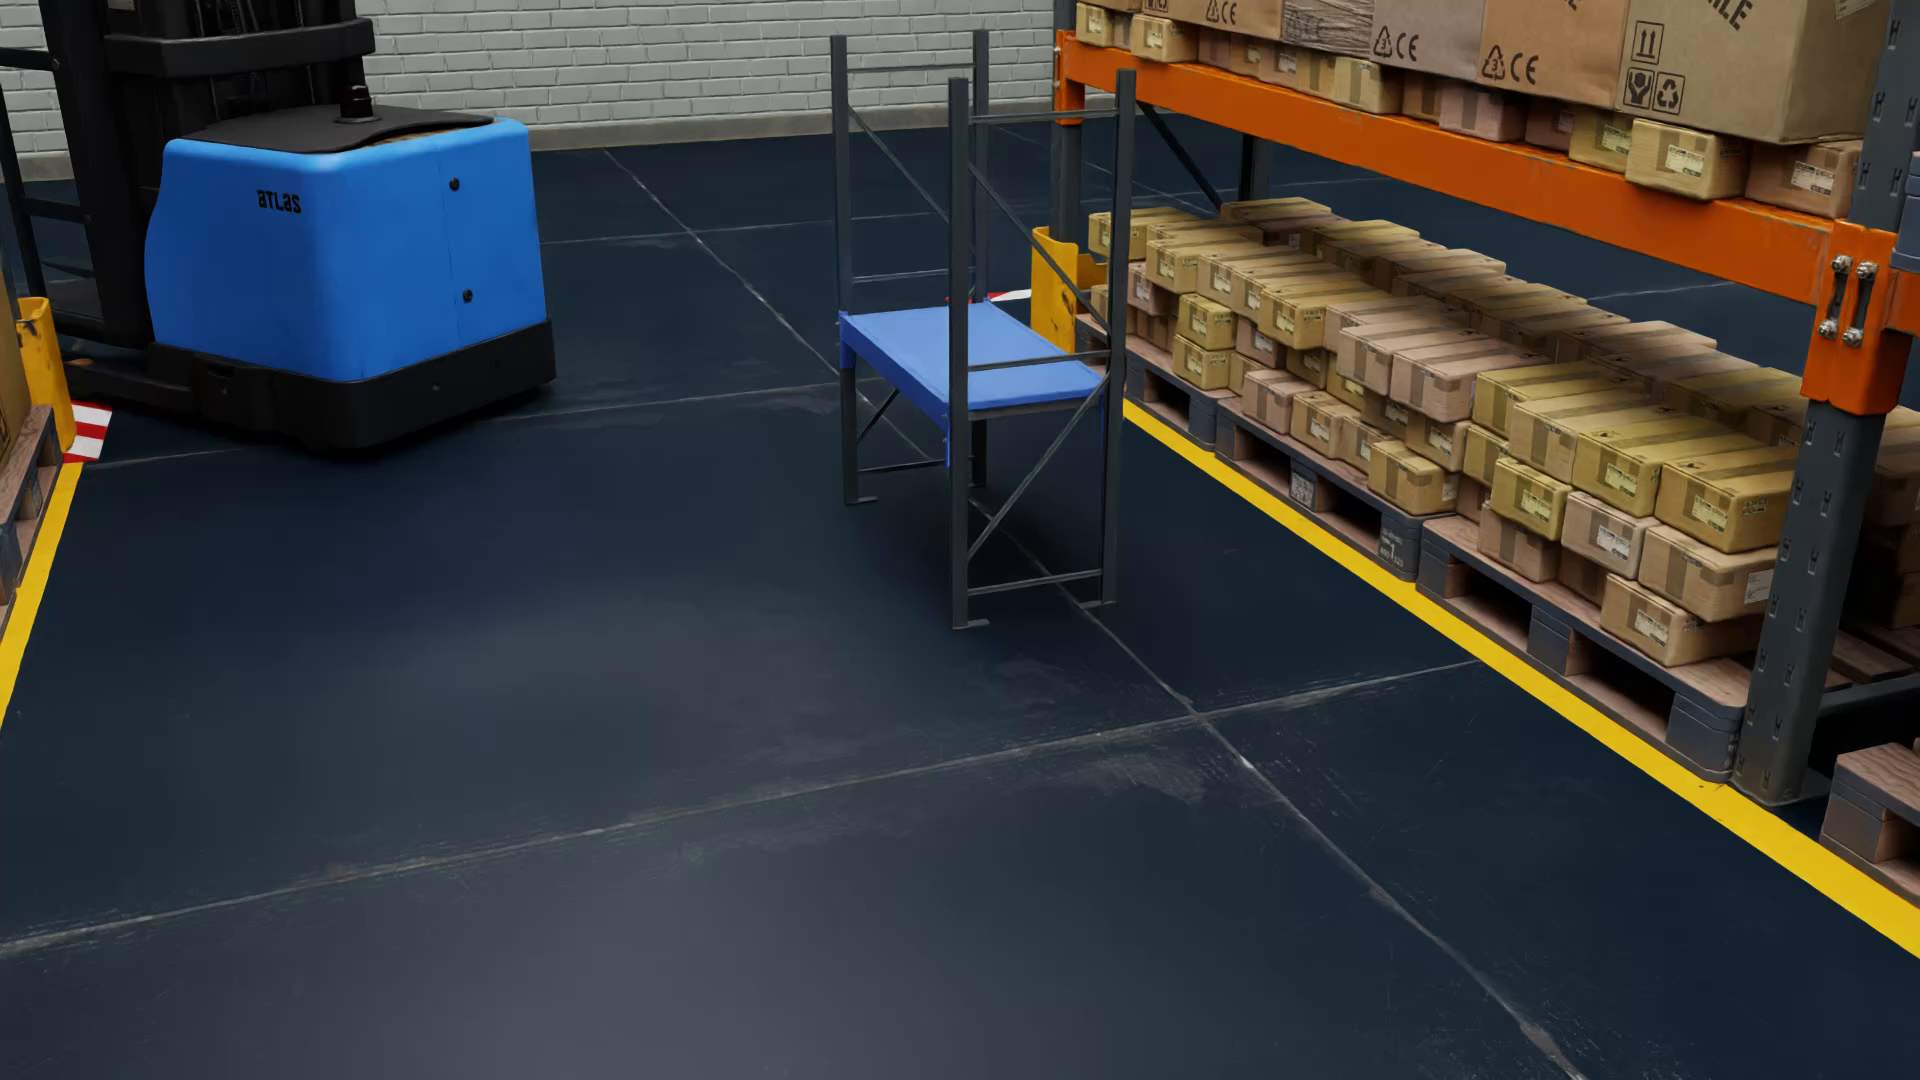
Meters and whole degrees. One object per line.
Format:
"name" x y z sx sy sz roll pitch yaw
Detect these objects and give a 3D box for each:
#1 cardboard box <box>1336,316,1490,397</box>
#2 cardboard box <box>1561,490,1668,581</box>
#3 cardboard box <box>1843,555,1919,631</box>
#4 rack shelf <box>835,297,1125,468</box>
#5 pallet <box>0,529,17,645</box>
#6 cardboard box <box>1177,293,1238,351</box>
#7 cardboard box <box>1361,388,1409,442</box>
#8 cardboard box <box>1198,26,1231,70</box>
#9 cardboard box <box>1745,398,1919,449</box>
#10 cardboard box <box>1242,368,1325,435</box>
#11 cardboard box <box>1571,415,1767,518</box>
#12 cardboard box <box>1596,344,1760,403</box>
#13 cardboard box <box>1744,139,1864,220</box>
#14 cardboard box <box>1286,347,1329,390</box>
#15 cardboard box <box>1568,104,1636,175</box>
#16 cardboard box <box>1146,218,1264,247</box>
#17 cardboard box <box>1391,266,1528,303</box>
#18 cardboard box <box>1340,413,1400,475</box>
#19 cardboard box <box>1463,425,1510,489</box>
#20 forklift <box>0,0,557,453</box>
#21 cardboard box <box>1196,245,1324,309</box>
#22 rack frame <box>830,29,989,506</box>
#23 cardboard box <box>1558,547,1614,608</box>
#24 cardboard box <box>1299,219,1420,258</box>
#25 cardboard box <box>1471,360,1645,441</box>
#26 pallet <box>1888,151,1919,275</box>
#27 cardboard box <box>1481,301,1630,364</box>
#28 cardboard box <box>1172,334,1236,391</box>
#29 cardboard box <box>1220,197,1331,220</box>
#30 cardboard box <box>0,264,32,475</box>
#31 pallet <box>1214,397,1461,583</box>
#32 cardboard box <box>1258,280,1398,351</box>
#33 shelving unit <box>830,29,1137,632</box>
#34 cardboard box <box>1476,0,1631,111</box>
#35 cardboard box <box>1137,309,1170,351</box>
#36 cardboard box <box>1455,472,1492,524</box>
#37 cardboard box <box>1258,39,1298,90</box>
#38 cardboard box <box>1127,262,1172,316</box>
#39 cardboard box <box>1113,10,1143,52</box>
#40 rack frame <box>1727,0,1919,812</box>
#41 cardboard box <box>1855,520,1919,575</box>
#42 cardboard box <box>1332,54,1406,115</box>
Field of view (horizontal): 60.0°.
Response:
"cardboard box" 1.385 -0.566 5.094 0.380 0.149 0.250 -9 25 -21
"cardboard box" 1.768 -0.039 4.226 0.380 0.149 0.250 -10 25 -22
"cardboard box" 2.456 0.090 4.305 0.380 0.149 0.250 -9 25 -21
"rack shelf" 0.030 -0.494 4.955 0.538 0.185 1.000 -8 24 -19
"pallet" -3.022 0.344 4.163 1.003 0.211 1.213 -8 24 -19
"cardboard box" 1.018 -0.807 6.049 0.380 0.149 0.250 -8 24 -17
"cardboard box" 1.476 -0.428 5.151 0.380 0.149 0.250 -10 25 -21
"cardboard box" 1.072 -1.762 5.892 0.380 0.149 0.250 -7 24 -17
"cardboard box" 2.314 -0.270 4.392 0.380 0.149 0.250 -7 24 -16
"cardboard box" 1.193 -0.490 5.680 0.380 0.149 0.250 -10 25 -22
"cardboard box" 1.787 -0.189 4.201 0.380 0.149 0.250 -8 24 -18
"cardboard box" 2.065 -0.447 4.812 0.380 0.149 0.250 -9 24 -20
"cardboard box" 1.964 -0.810 3.633 0.380 0.149 0.250 -9 24 -20
"cardboard box" 1.335 -0.631 5.631 0.380 0.149 0.250 -7 24 -16
"cardboard box" 1.732 -0.994 4.070 0.380 0.149 0.250 -7 24 -17
"cardboard box" 0.948 -1.141 6.459 0.380 0.149 0.250 -8 24 -18
"cardboard box" 1.709 -0.824 5.708 0.380 0.149 0.250 -9 25 -21
"cardboard box" 1.432 -0.310 5.253 0.380 0.149 0.250 -8 24 -18
"cardboard box" 1.660 -0.238 4.700 0.380 0.149 0.250 -8 24 -19
"forklift" -3.133 -2.063 6.371 3.031 2.935 1.130 13 26 28
"cardboard box" 1.082 -0.953 6.013 0.380 0.149 0.250 -10 25 -22
"rack frame" -0.149 -0.845 5.323 0.500 1.500 0.032 -8 24 -19
"cardboard box" 1.813 0.064 4.365 0.380 0.149 0.250 -8 24 -18
"cardboard box" 1.540 -1.128 6.428 0.380 0.149 0.250 -9 24 -20
"cardboard box" 1.674 -0.384 4.662 0.380 0.149 0.250 -8 24 -17
"pallet" 2.418 -0.468 2.746 1.003 0.211 1.213 -8 24 -19
"cardboard box" 1.878 -0.638 5.266 0.380 0.149 0.250 -9 25 -21
"cardboard box" 1.007 -0.672 6.112 0.380 0.149 0.250 -8 24 -18
"cardboard box" 1.295 -1.304 6.846 0.380 0.149 0.250 -8 24 -18
"cardboard box" -3.504 -0.657 5.141 0.875 0.875 0.875 -8 24 -19
"pallet" 1.579 -0.252 5.577 1.003 0.211 1.213 -8 24 -19
"cardboard box" 1.221 -0.749 5.529 0.380 0.149 0.250 -8 24 -18
"shelving unit" 0.030 -0.660 4.885 0.538 1.500 1.048 -8 24 -19
"cardboard box" 1.666 -1.363 4.110 0.500 0.500 0.500 -9 24 -20
"cardboard box" 0.925 -0.869 6.580 0.380 0.149 0.250 -8 24 -19
"cardboard box" 1.680 -0.135 4.839 0.380 0.149 0.250 -9 24 -20
"cardboard box" 1.206 -1.566 5.428 0.380 0.149 0.250 -9 24 -20
"cardboard box" 0.860 -0.992 6.488 0.380 0.149 0.250 -8 24 -19
"cardboard box" 0.807 -1.942 6.320 0.380 0.149 0.250 -7 24 -17
"rack frame" 2.284 -0.854 3.415 1.000 3.000 0.127 -8 24 -19
"cardboard box" 2.455 -0.047 4.246 0.380 0.149 0.250 -7 24 -17
"cardboard box" 1.344 -1.368 4.958 0.380 0.149 0.250 -8 24 -18
